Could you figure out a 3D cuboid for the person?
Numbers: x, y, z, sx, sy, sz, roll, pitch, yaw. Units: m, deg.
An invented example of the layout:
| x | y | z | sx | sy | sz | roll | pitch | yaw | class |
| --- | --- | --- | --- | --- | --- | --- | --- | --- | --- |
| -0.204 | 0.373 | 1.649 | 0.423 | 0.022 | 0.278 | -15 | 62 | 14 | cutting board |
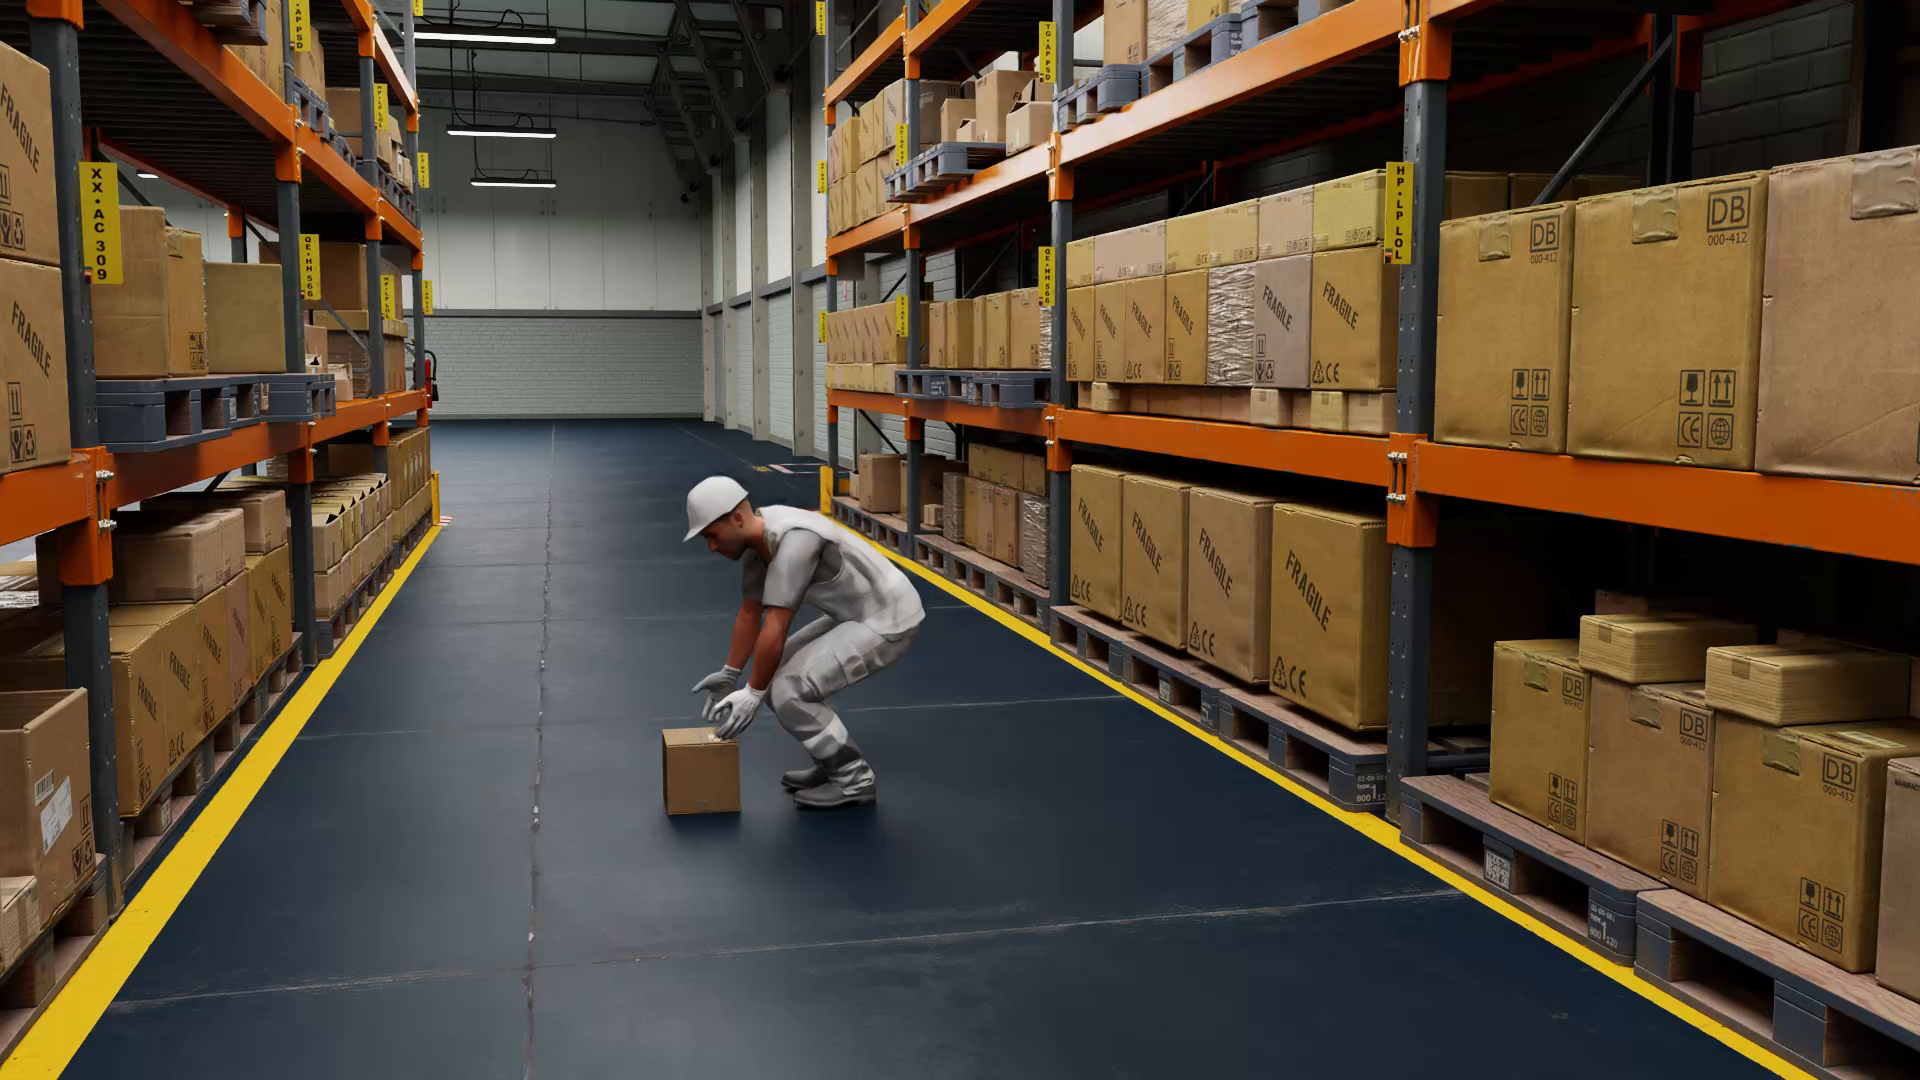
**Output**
| x | y | z | sx | sy | sz | roll | pitch | yaw | class |
| --- | --- | --- | --- | --- | --- | --- | --- | --- | --- |
| -0.546 | 0.352 | 5.891 | 0.852 | 1.172 | 0.584 | -1 | 6 | -14 | person |
